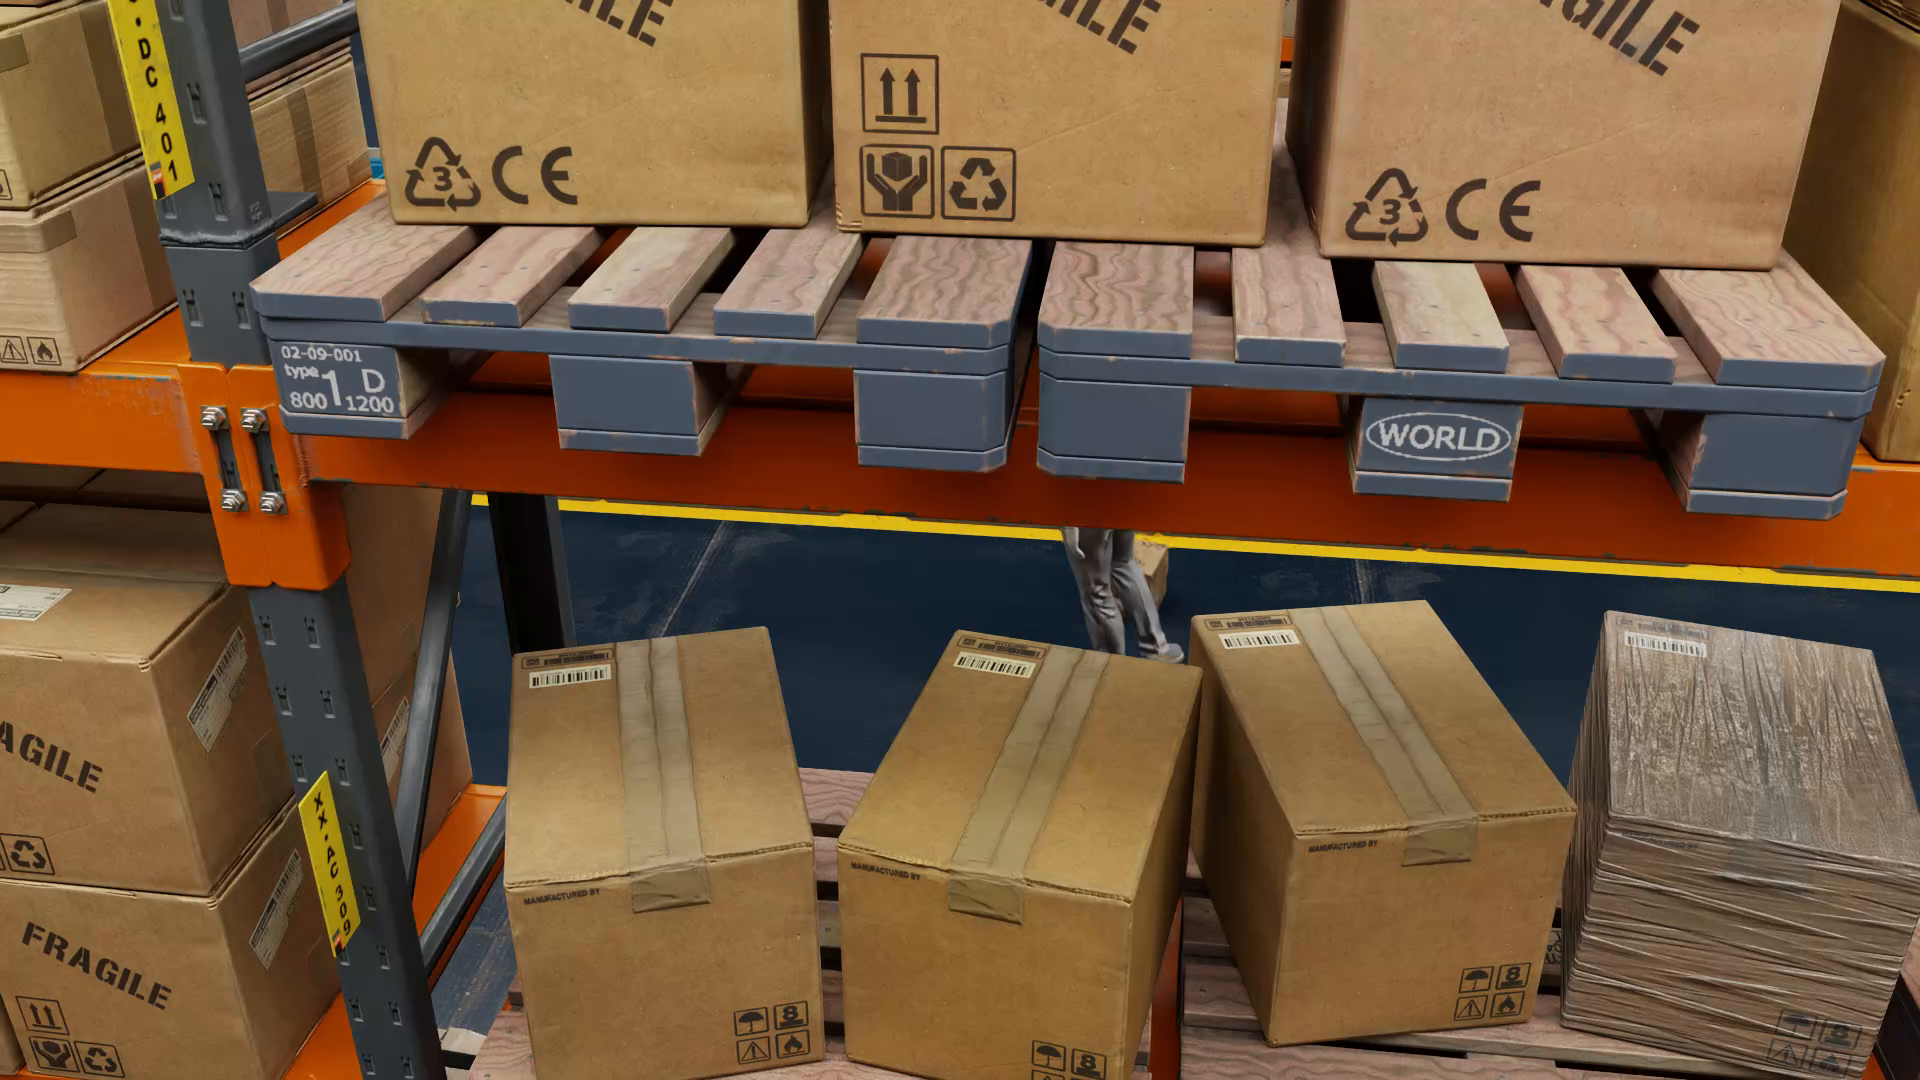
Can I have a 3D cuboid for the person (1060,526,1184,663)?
[{"bbox_3d":[0.602,-0.152,6.362,0.435,1.661,0.645,23,36,36],"label":"person"}]
